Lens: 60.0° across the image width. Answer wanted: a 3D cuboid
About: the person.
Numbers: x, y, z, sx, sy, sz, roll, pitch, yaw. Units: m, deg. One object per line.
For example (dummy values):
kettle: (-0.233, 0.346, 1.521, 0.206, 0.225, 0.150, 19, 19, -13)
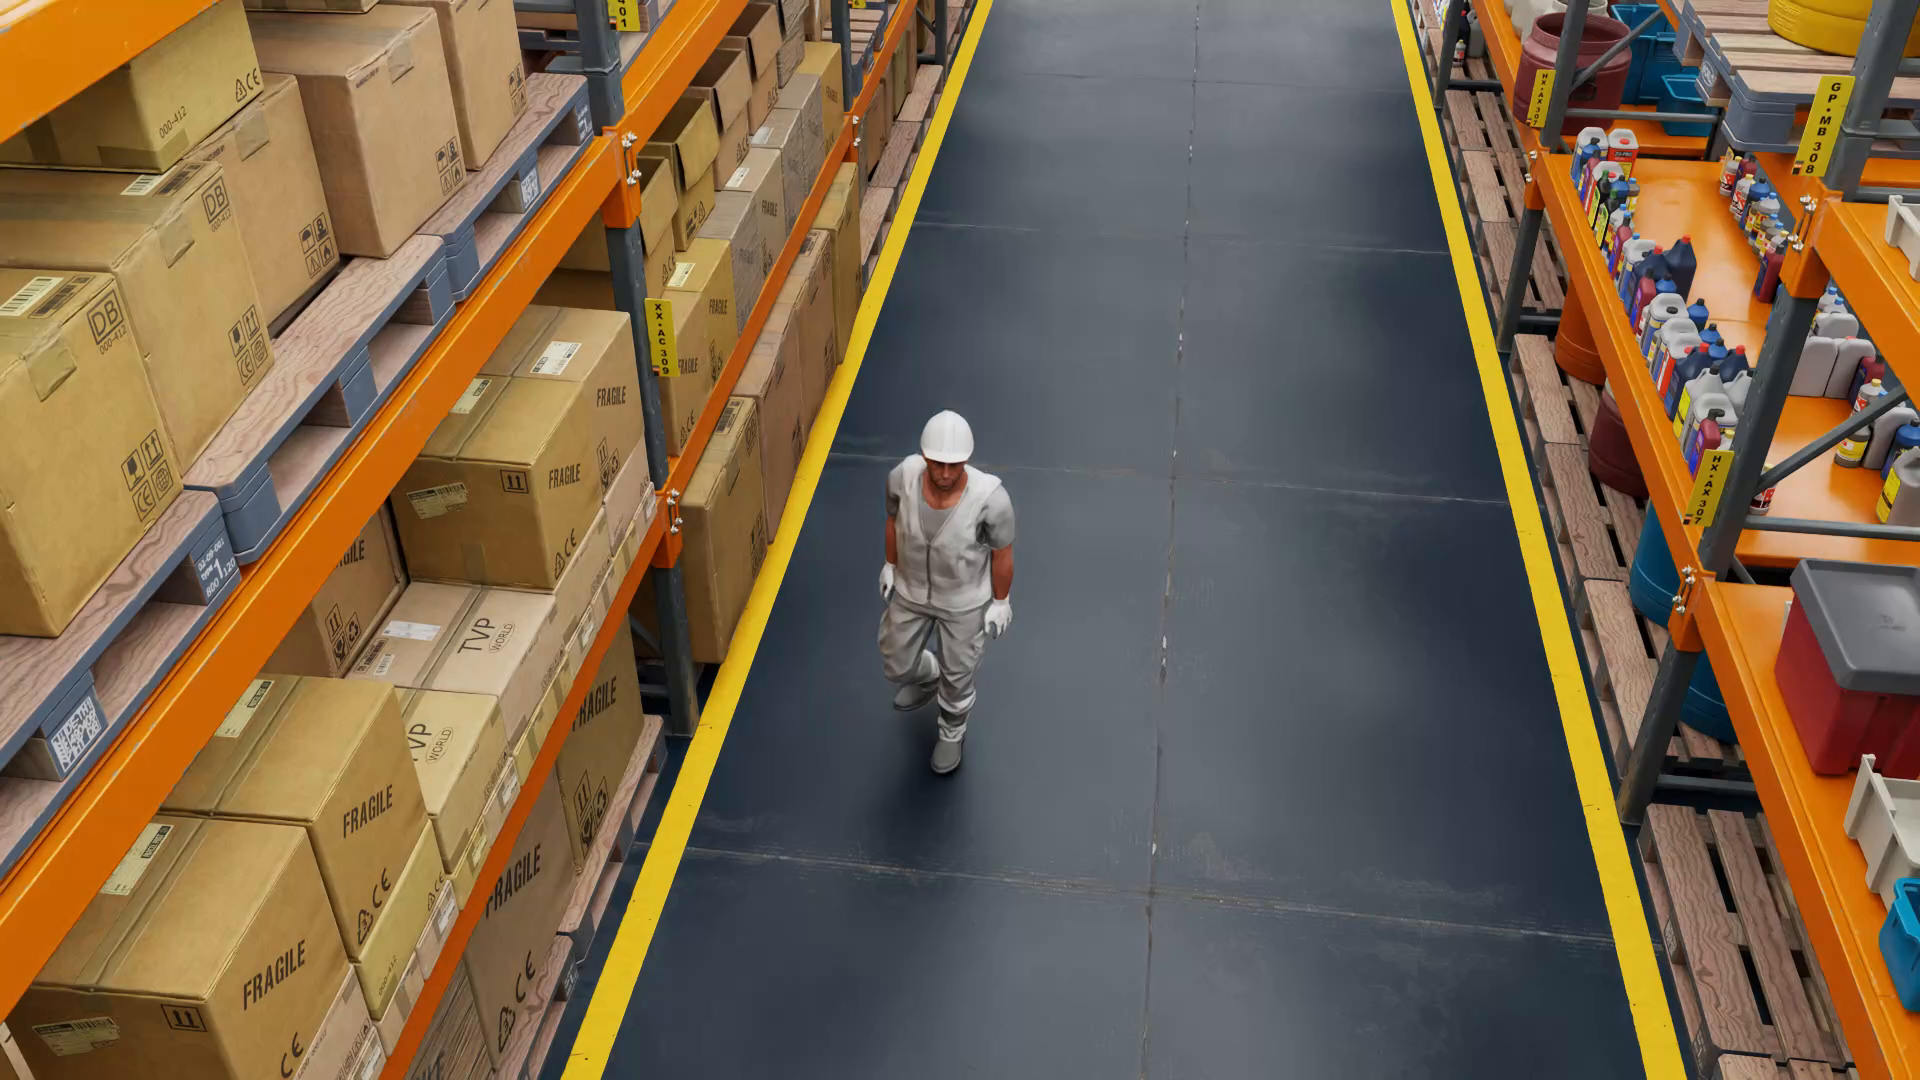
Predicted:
person: (-0.057, 0.187, 6.751, 0.588, 1.780, 0.558, 11, 37, 15)
